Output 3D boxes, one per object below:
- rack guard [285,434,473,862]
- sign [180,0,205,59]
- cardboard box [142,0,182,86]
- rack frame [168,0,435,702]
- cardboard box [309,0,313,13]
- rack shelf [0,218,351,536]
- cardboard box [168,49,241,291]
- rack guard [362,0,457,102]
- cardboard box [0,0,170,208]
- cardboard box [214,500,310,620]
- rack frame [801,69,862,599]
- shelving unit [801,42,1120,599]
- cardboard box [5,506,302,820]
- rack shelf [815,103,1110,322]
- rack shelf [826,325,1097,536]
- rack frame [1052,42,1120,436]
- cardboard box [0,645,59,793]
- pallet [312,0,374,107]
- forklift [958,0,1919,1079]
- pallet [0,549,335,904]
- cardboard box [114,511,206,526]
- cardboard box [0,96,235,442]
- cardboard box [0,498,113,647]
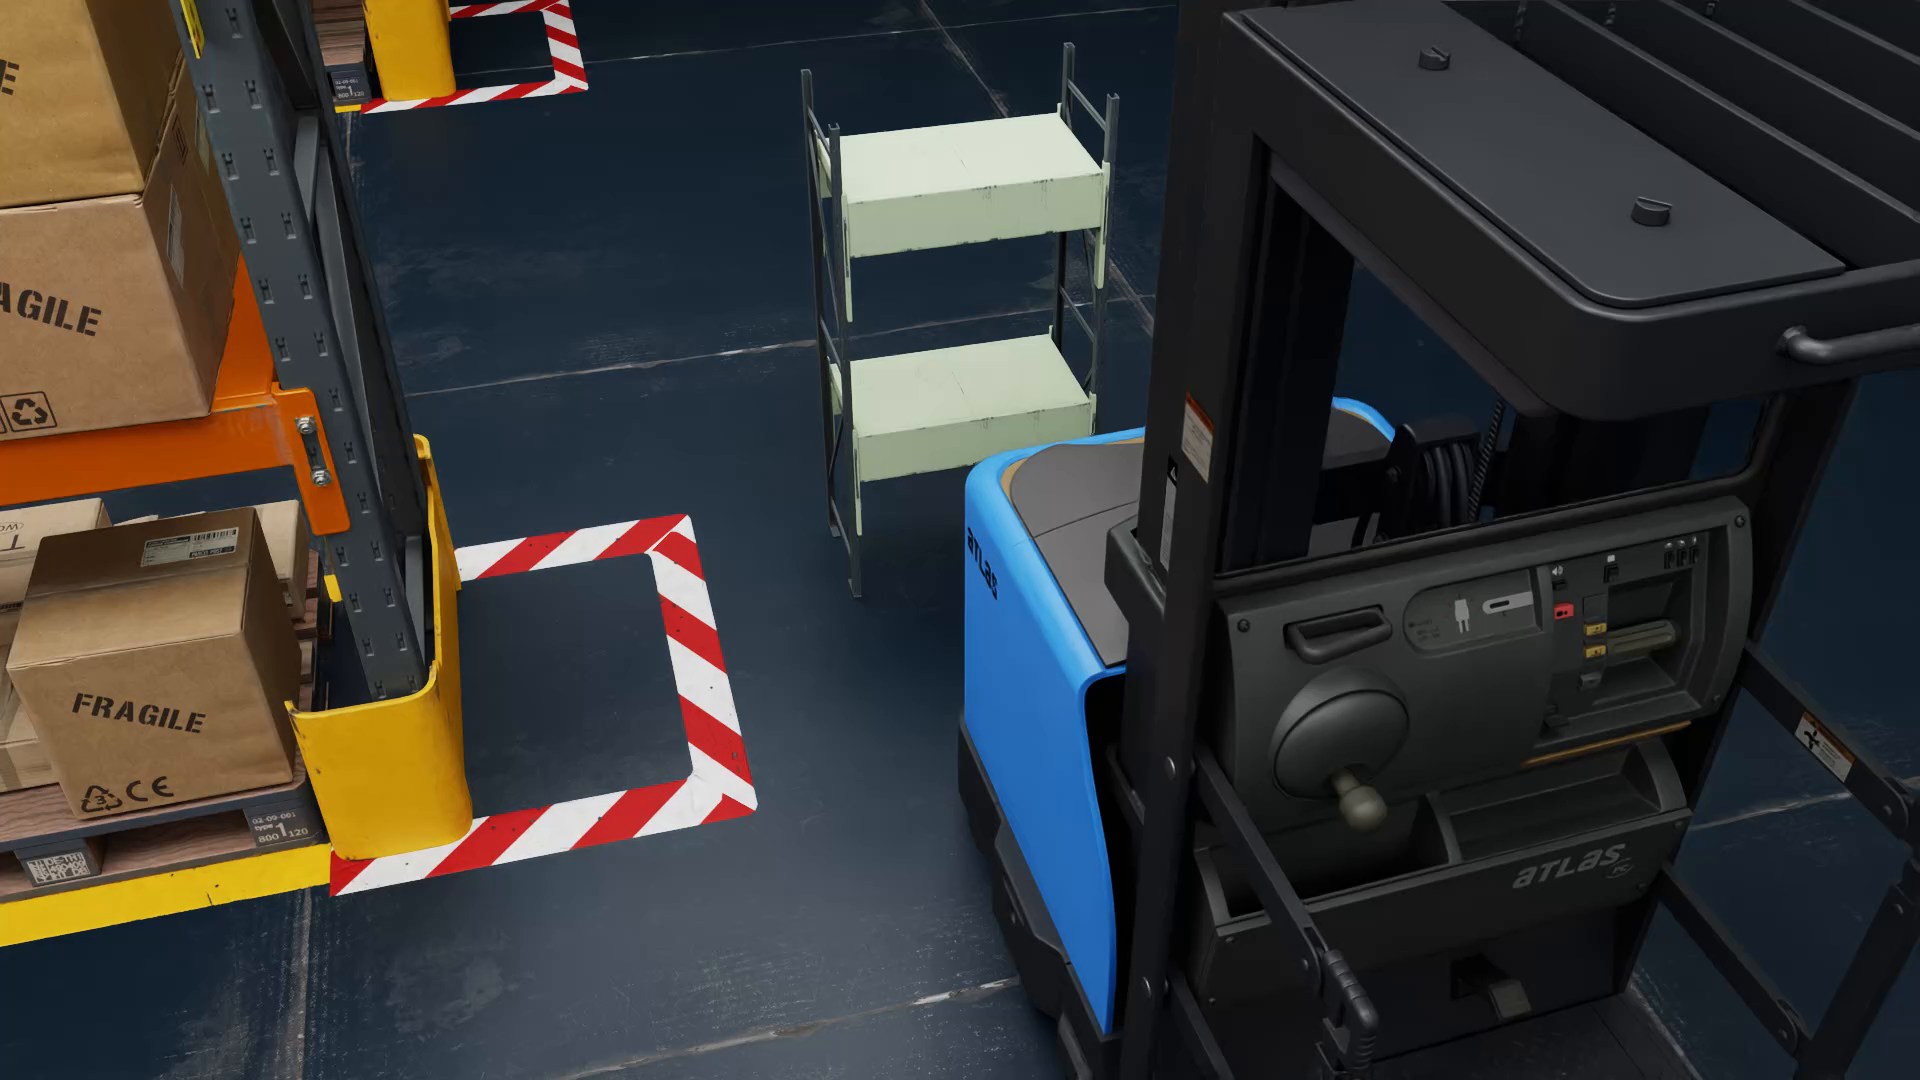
[{"bbox_3d":[-1.562,0.251,4.511,0.348,0.500,1.175,-9,38,-12],"label":"rack guard"},{"bbox_3d":[-1.363,-1.011,2.889,0.005,0.325,0.100,-9,38,-12],"label":"sign"},{"bbox_3d":[-1.986,-1.275,3.543,0.500,0.500,0.500,-8,38,-11],"label":"cardboard box"},{"bbox_3d":[-1.489,-0.754,3.767,0.127,3.000,1.000,-9,38,-12],"label":"rack frame"},{"bbox_3d":[-3.433,-2.663,7.975,0.500,0.500,0.700,-9,38,-12],"label":"cardboard box"},{"bbox_3d":[-3.419,-0.151,3.571,4.000,0.370,1.077,-9,38,-12],"label":"rack shelf"},{"bbox_3d":[-1.986,-0.878,3.847,0.500,0.500,0.500,-9,38,-11],"label":"cardboard box"},{"bbox_3d":[-2.761,-2.670,8.329,0.348,0.500,1.175,-9,38,-12],"label":"rack guard"},{"bbox_3d":[-1.847,-0.959,3.130,0.500,0.500,0.500,-10,38,-12],"label":"cardboard box"},{"bbox_3d":[-1.983,0.068,4.676,0.250,0.149,0.380,-9,38,-12],"label":"cardboard box"},{"bbox_3d":[-0.360,-0.537,4.717,0.023,1.500,0.400,-9,38,-12],"label":"rack frame"},{"bbox_3d":[-0.006,-0.595,4.793,0.755,1.500,0.431,-9,38,-12],"label":"shelving unit"},{"bbox_3d":[-1.949,0.295,4.091,0.500,0.500,0.500,-9,38,-12],"label":"cardboard box"},{"bbox_3d":[-0.006,-0.905,4.556,0.720,0.370,0.431,-9,38,-12],"label":"rack shelf"},{"bbox_3d":[-0.006,-0.336,4.991,0.720,0.370,0.431,-9,38,-12],"label":"rack shelf"},{"bbox_3d":[0.347,-0.653,4.869,0.023,1.500,0.400,-9,38,-12],"label":"rack frame"},{"bbox_3d":[-2.364,0.439,4.178,0.250,0.166,0.380,-9,38,-12],"label":"cardboard box"},{"bbox_3d":[-3.535,-2.379,8.186,1.213,0.211,1.003,-9,38,-12],"label":"pallet"},{"bbox_3d":[0.918,0.270,2.485,1.130,2.935,3.031,-11,39,-14],"label":"forklift"},{"bbox_3d":[-2.331,0.493,4.433,1.213,0.211,1.003,-9,38,-12],"label":"pallet"},{"bbox_3d":[-2.224,0.101,4.619,0.250,0.166,0.380,-9,38,-12],"label":"cardboard box"},{"bbox_3d":[-1.850,-0.563,3.435,0.500,0.500,0.500,-8,38,-11],"label":"cardboard box"},{"bbox_3d":[-2.570,0.162,4.470,0.500,0.250,0.500,-9,38,-12],"label":"cardboard box"}]
